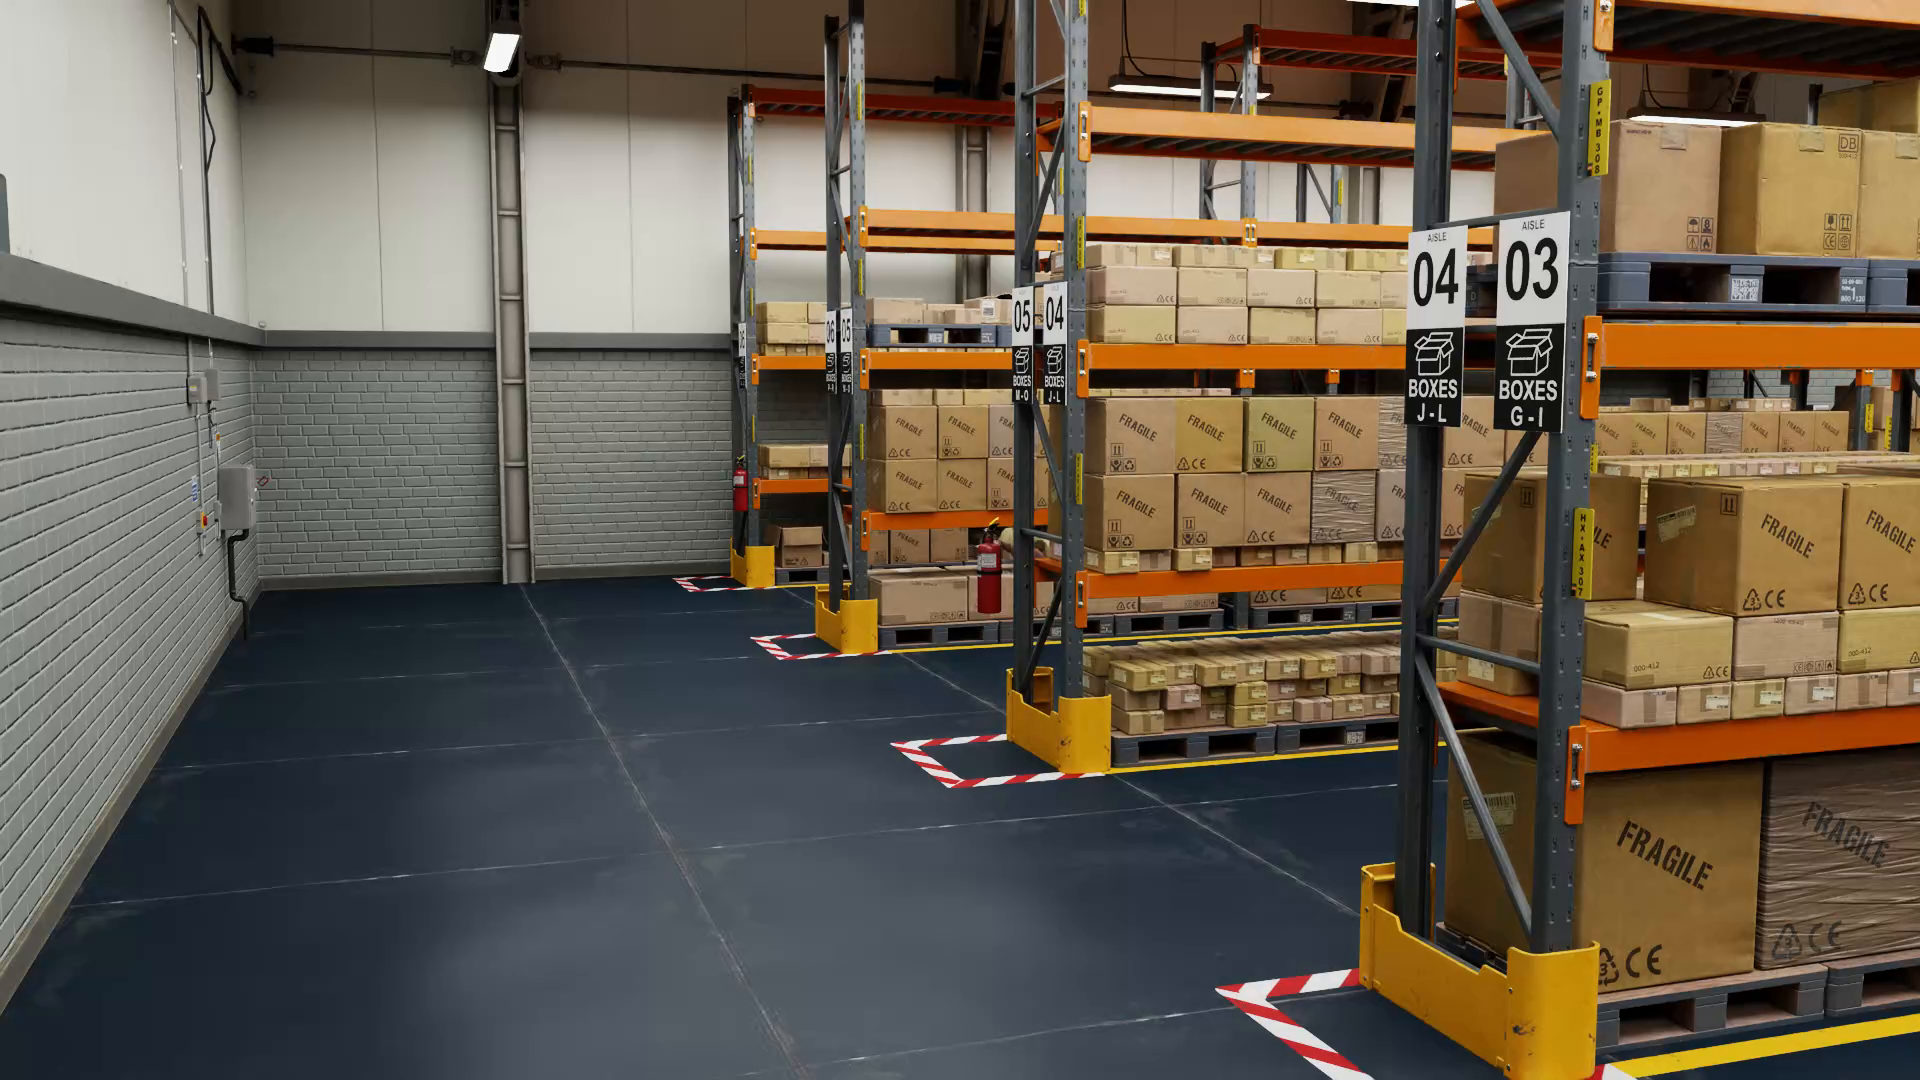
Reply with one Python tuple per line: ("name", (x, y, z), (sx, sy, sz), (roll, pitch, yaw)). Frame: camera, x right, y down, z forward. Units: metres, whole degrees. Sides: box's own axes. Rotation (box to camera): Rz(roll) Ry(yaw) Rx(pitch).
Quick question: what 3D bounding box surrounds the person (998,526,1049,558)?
("person", (0.873, 0.239, 19.547), (0.855, 0.835, 0.476), (-2, 6, -21))
